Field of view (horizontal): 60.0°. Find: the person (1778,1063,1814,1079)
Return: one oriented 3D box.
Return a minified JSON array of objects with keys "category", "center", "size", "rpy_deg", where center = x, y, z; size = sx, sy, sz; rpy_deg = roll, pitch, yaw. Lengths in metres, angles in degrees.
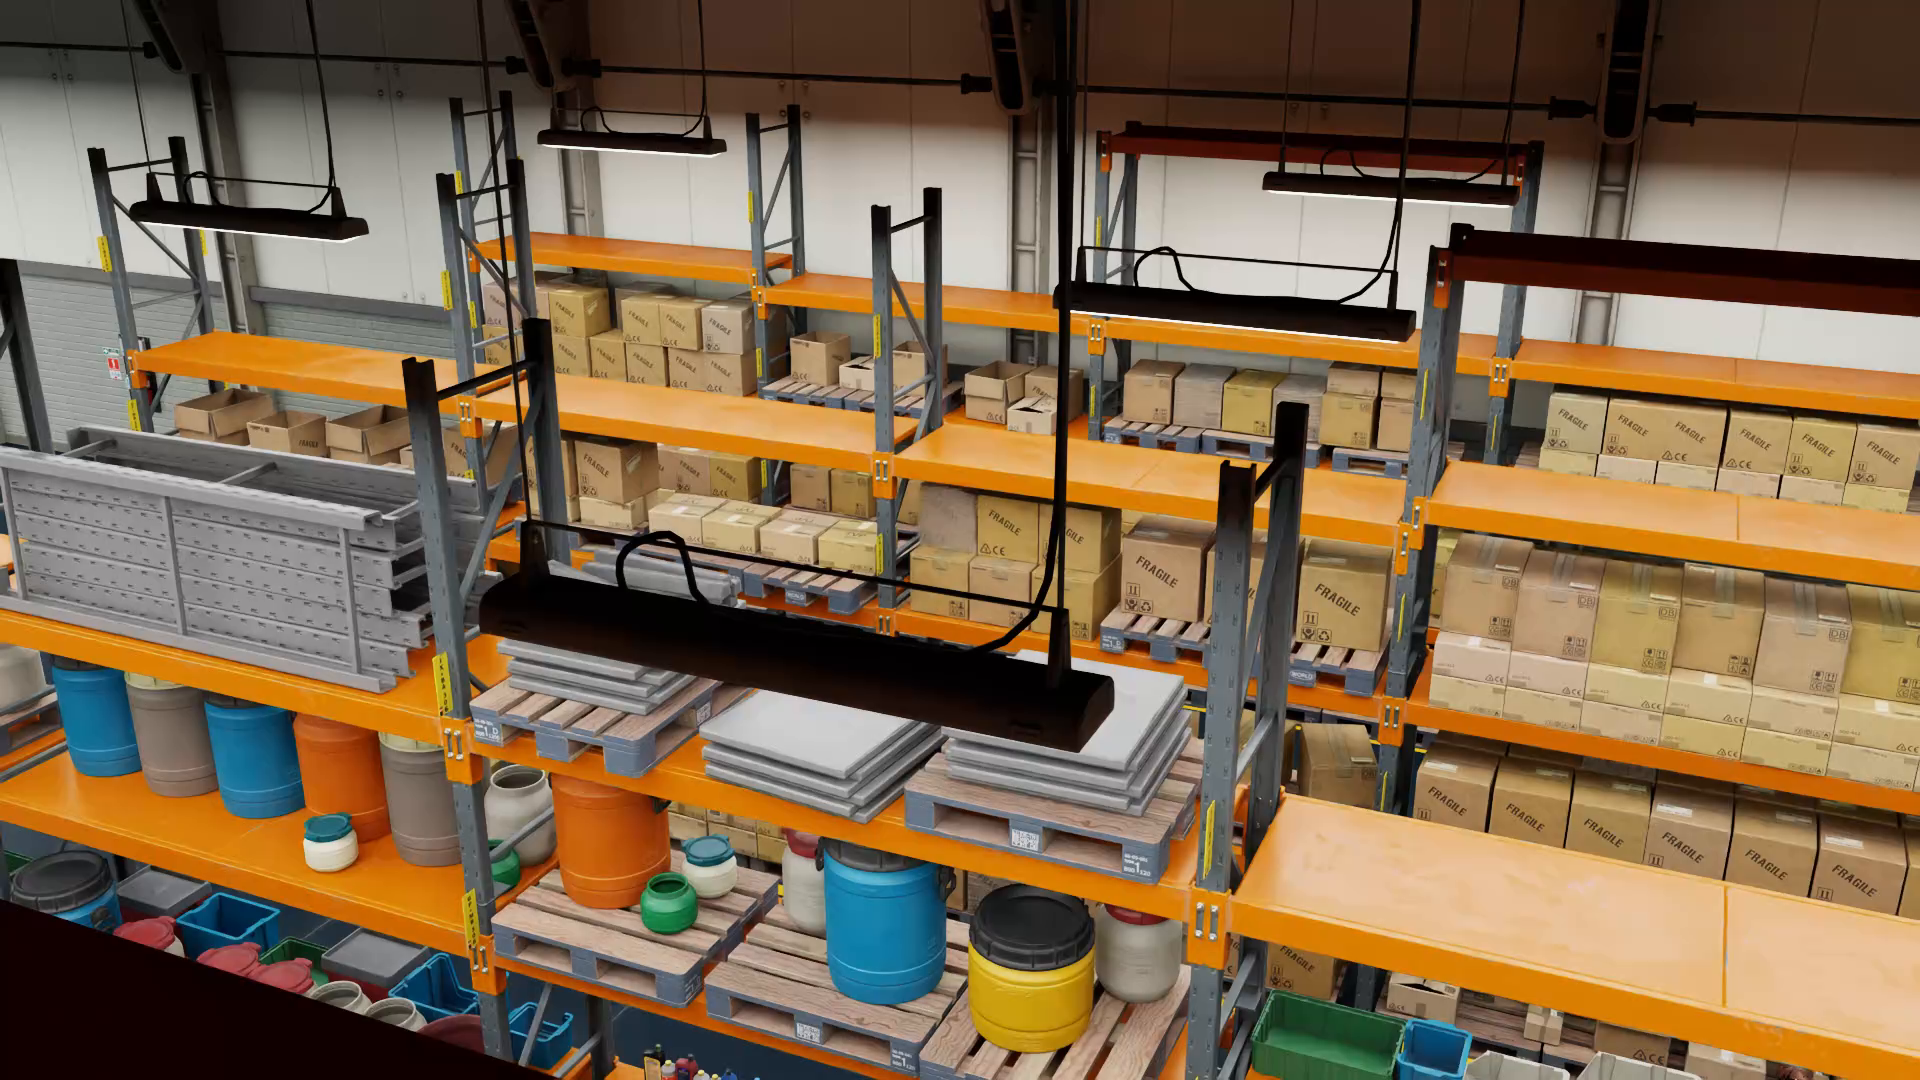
[{"category":"person","center":[4.977,3.800,10.263],"size":[0.495,1.594,0.606],"rpy_deg":[-1,21,-2]}]
